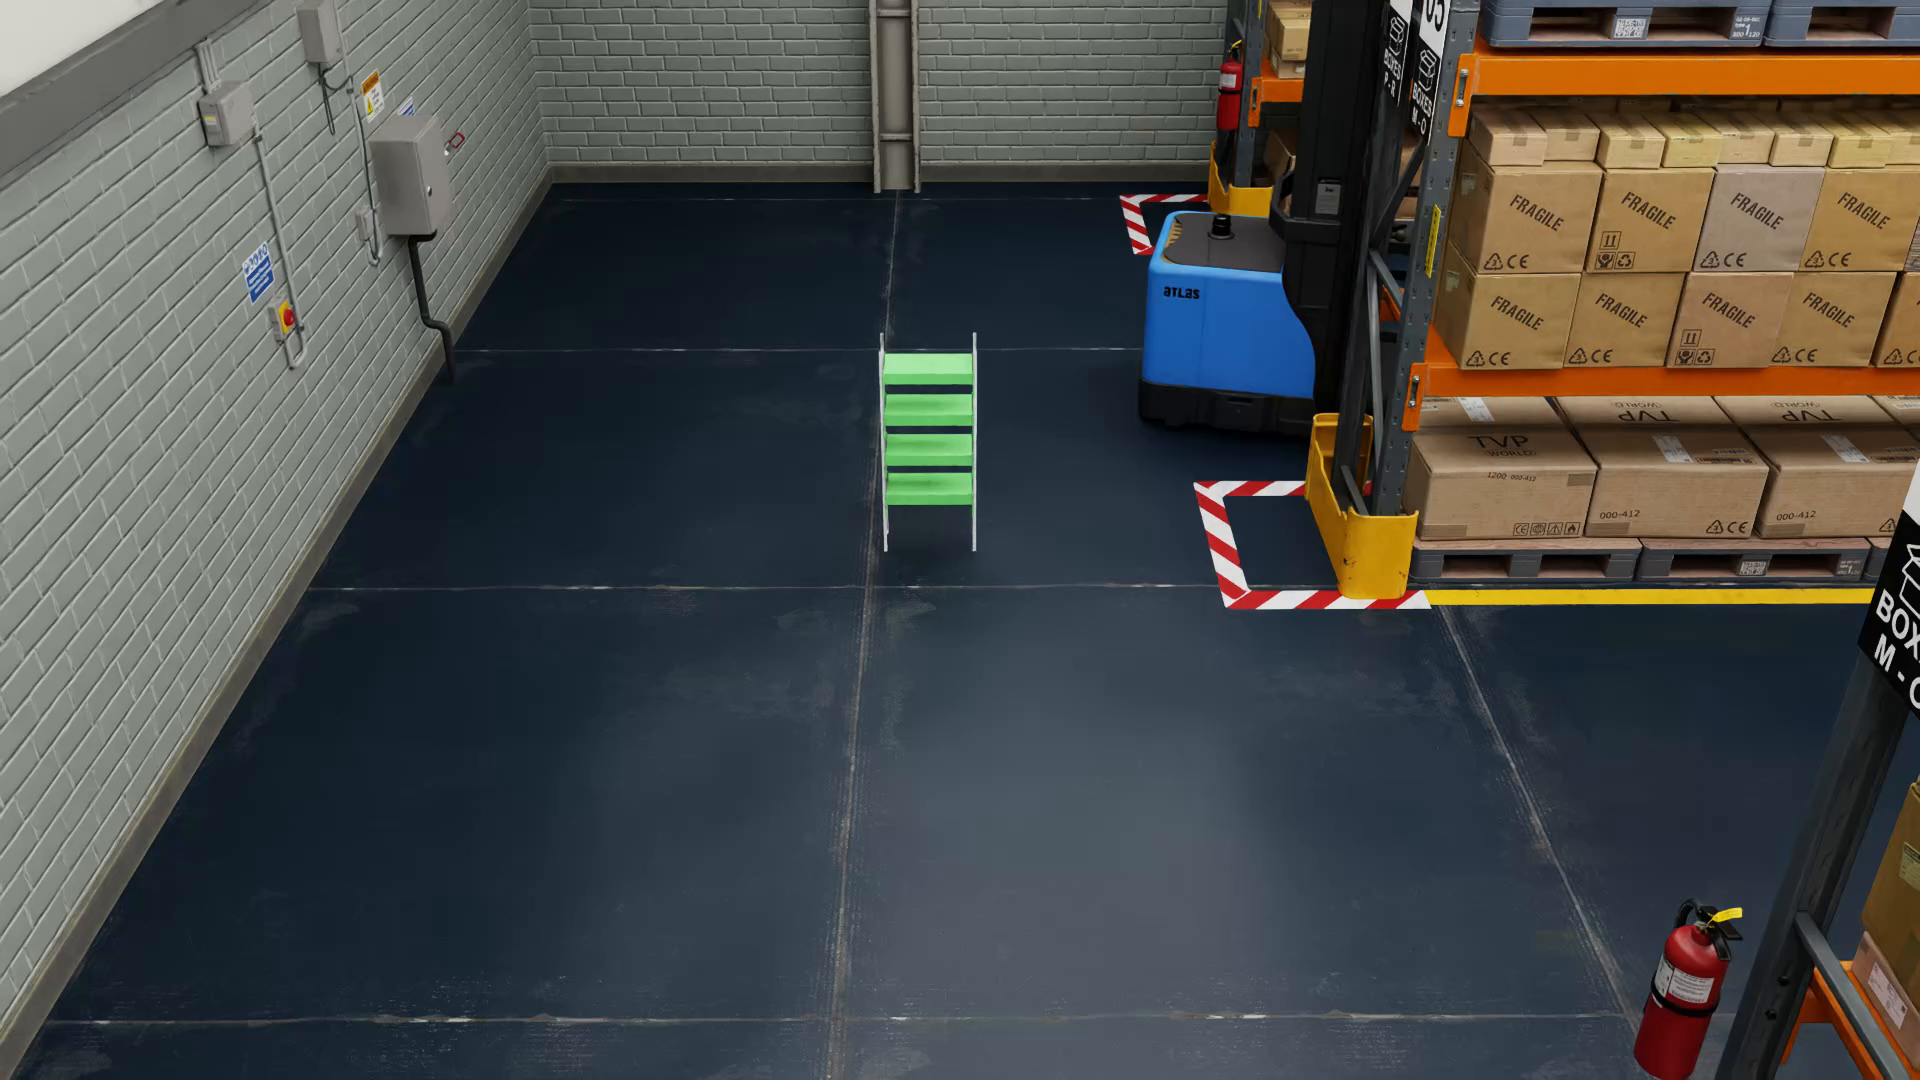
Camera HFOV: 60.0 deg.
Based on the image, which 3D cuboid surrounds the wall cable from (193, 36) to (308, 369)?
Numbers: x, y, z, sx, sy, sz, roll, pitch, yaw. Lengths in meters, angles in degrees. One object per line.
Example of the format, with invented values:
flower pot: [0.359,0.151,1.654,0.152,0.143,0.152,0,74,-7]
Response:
wall cable: [-3.437,-1.692,8.137,0.123,1.953,0.585,0,31,0]

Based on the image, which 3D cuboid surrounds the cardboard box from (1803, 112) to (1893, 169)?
cardboard box: [4.109,-1.862,7.742,0.250,0.149,0.380,-1,31,-1]

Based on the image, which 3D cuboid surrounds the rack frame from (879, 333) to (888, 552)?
rack frame: [-0.410,-0.512,8.937,0.015,1.200,0.240,0,31,0]

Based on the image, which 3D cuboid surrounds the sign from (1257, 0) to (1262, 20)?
sign: [2.171,-3.937,12.013,0.005,0.325,0.100,0,31,0]

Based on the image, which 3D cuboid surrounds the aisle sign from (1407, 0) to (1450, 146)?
aisle sign: [2.131,-2.235,7.535,0.004,0.787,0.394,0,31,0]

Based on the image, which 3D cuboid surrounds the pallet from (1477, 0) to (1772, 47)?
pallet: [2.943,-2.526,7.716,1.213,0.211,1.003,0,31,0]

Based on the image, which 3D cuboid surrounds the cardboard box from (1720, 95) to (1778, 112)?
cardboard box: [3.835,-2.159,8.231,0.250,0.149,0.380,1,31,1]

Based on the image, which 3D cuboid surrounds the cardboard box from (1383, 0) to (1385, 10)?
cardboard box: [3.142,-4.052,12.894,0.500,0.250,0.500,0,31,0]

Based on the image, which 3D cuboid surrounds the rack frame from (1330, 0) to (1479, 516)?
rack frame: [2.201,-1.274,8.458,0.127,3.000,1.000,0,31,0]

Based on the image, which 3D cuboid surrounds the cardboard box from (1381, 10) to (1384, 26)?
cardboard box: [3.127,-3.775,12.438,0.500,0.250,0.500,0,31,0]

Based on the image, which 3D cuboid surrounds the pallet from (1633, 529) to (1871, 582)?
pallet: [4.217,-0.127,9.256,1.213,0.211,1.003,0,31,0]

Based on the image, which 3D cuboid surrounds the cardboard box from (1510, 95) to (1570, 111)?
cardboard box: [2.813,-2.140,8.199,0.250,0.149,0.380,0,31,1]

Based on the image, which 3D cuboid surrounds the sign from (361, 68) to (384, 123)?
sign: [-3.511,-2.658,9.943,0.001,0.242,0.339,0,31,0]

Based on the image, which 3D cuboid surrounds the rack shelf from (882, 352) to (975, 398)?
rack shelf: [-0.166,-0.868,8.722,0.480,0.148,0.258,0,31,0]

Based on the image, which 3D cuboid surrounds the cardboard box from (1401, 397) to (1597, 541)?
cardboard box: [2.861,-0.412,9.103,0.875,0.438,0.875,-1,31,-2]

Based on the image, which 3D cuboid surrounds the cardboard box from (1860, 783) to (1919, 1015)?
cardboard box: [2.780,0.988,4.346,0.500,0.500,0.500,0,31,1]

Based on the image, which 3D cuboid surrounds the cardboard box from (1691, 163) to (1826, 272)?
cardboard box: [3.714,-1.609,7.950,0.500,0.500,0.500,0,31,-1]

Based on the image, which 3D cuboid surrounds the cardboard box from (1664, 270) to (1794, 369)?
cardboard box: [3.697,-1.178,8.203,0.500,0.500,0.500,0,31,-1]

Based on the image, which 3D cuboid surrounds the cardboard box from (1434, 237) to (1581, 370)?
cardboard box: [2.683,-1.169,8.189,0.500,0.500,0.500,0,31,-1]

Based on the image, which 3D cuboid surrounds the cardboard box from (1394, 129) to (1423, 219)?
cardboard box: [3.635,-2.895,13.134,0.500,0.500,0.700,1,31,2]

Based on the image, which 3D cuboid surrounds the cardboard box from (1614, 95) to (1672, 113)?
cardboard box: [3.322,-2.164,8.239,0.250,0.149,0.380,1,31,1]

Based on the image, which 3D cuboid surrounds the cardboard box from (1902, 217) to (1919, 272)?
cardboard box: [4.714,-1.608,7.949,0.500,0.500,0.500,0,31,0]

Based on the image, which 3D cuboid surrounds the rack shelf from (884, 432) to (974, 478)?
rack shelf: [-0.166,-0.458,8.971,0.480,0.148,0.258,0,31,0]

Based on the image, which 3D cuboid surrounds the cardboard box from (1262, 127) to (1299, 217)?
cardboard box: [2.780,-2.914,13.162,0.637,0.503,0.797,-1,31,-2]

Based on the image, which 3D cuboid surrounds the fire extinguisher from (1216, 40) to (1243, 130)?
fire extinguisher: [2.023,-3.416,12.423,0.183,0.674,0.296,0,31,0]

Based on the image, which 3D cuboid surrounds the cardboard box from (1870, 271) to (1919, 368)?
cardboard box: [4.722,-1.182,8.209,0.500,0.500,0.500,-1,31,-1]

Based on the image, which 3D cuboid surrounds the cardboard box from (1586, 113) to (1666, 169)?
cardboard box: [3.080,-1.858,7.735,0.250,0.149,0.380,1,31,1]

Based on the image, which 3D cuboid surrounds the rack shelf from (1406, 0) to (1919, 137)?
rack shelf: [4.201,-2.255,7.877,4.000,0.370,1.077,0,31,0]

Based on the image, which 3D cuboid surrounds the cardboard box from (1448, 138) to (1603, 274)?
cardboard box: [2.683,-1.598,7.932,0.500,0.500,0.500,-1,31,-1]

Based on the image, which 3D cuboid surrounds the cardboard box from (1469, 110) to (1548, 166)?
cardboard box: [2.558,-1.879,7.770,0.250,0.149,0.380,0,31,1]

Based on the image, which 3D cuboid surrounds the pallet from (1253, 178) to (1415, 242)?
pallet: [3.041,-2.660,13.430,1.213,0.211,1.003,0,31,0]

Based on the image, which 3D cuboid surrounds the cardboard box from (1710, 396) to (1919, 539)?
cardboard box: [4.677,-0.421,9.118,0.875,0.438,0.875,-1,31,-2]

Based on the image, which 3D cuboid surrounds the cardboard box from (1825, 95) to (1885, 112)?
cardboard box: [4.361,-2.173,8.254,0.250,0.149,0.380,0,31,0]

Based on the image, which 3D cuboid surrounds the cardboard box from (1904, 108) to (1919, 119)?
cardboard box: [4.616,-1.897,7.799,0.250,0.149,0.380,-1,31,-1]

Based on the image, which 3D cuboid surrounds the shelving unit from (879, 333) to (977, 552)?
shelving unit: [-0.166,-0.512,8.938,0.503,1.200,0.258,0,31,0]

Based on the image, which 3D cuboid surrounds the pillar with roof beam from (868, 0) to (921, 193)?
pillar with roof beam: [-0.508,-4.640,8.222,0.400,9.000,9.100,0,31,0]

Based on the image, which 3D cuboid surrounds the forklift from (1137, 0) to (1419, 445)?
forklift: [2.688,-2.048,9.801,3.031,2.935,1.130,7,32,11]

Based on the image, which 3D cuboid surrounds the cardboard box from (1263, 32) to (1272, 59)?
cardboard box: [2.497,-3.882,12.998,0.250,0.149,0.380,-1,31,-1]

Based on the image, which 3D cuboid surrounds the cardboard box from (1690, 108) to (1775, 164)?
cardboard box: [3.605,-1.897,7.798,0.250,0.149,0.380,0,31,0]

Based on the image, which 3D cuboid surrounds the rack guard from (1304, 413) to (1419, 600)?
rack guard: [2.177,-0.205,9.106,0.348,0.500,1.175,0,31,0]

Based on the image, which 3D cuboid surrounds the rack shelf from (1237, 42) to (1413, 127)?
rack shelf: [4.167,-3.547,12.899,4.000,0.370,1.077,0,31,0]

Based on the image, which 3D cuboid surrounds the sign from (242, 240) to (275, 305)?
sign: [-3.498,-1.335,8.297,0.001,0.218,0.327,0,31,0]
